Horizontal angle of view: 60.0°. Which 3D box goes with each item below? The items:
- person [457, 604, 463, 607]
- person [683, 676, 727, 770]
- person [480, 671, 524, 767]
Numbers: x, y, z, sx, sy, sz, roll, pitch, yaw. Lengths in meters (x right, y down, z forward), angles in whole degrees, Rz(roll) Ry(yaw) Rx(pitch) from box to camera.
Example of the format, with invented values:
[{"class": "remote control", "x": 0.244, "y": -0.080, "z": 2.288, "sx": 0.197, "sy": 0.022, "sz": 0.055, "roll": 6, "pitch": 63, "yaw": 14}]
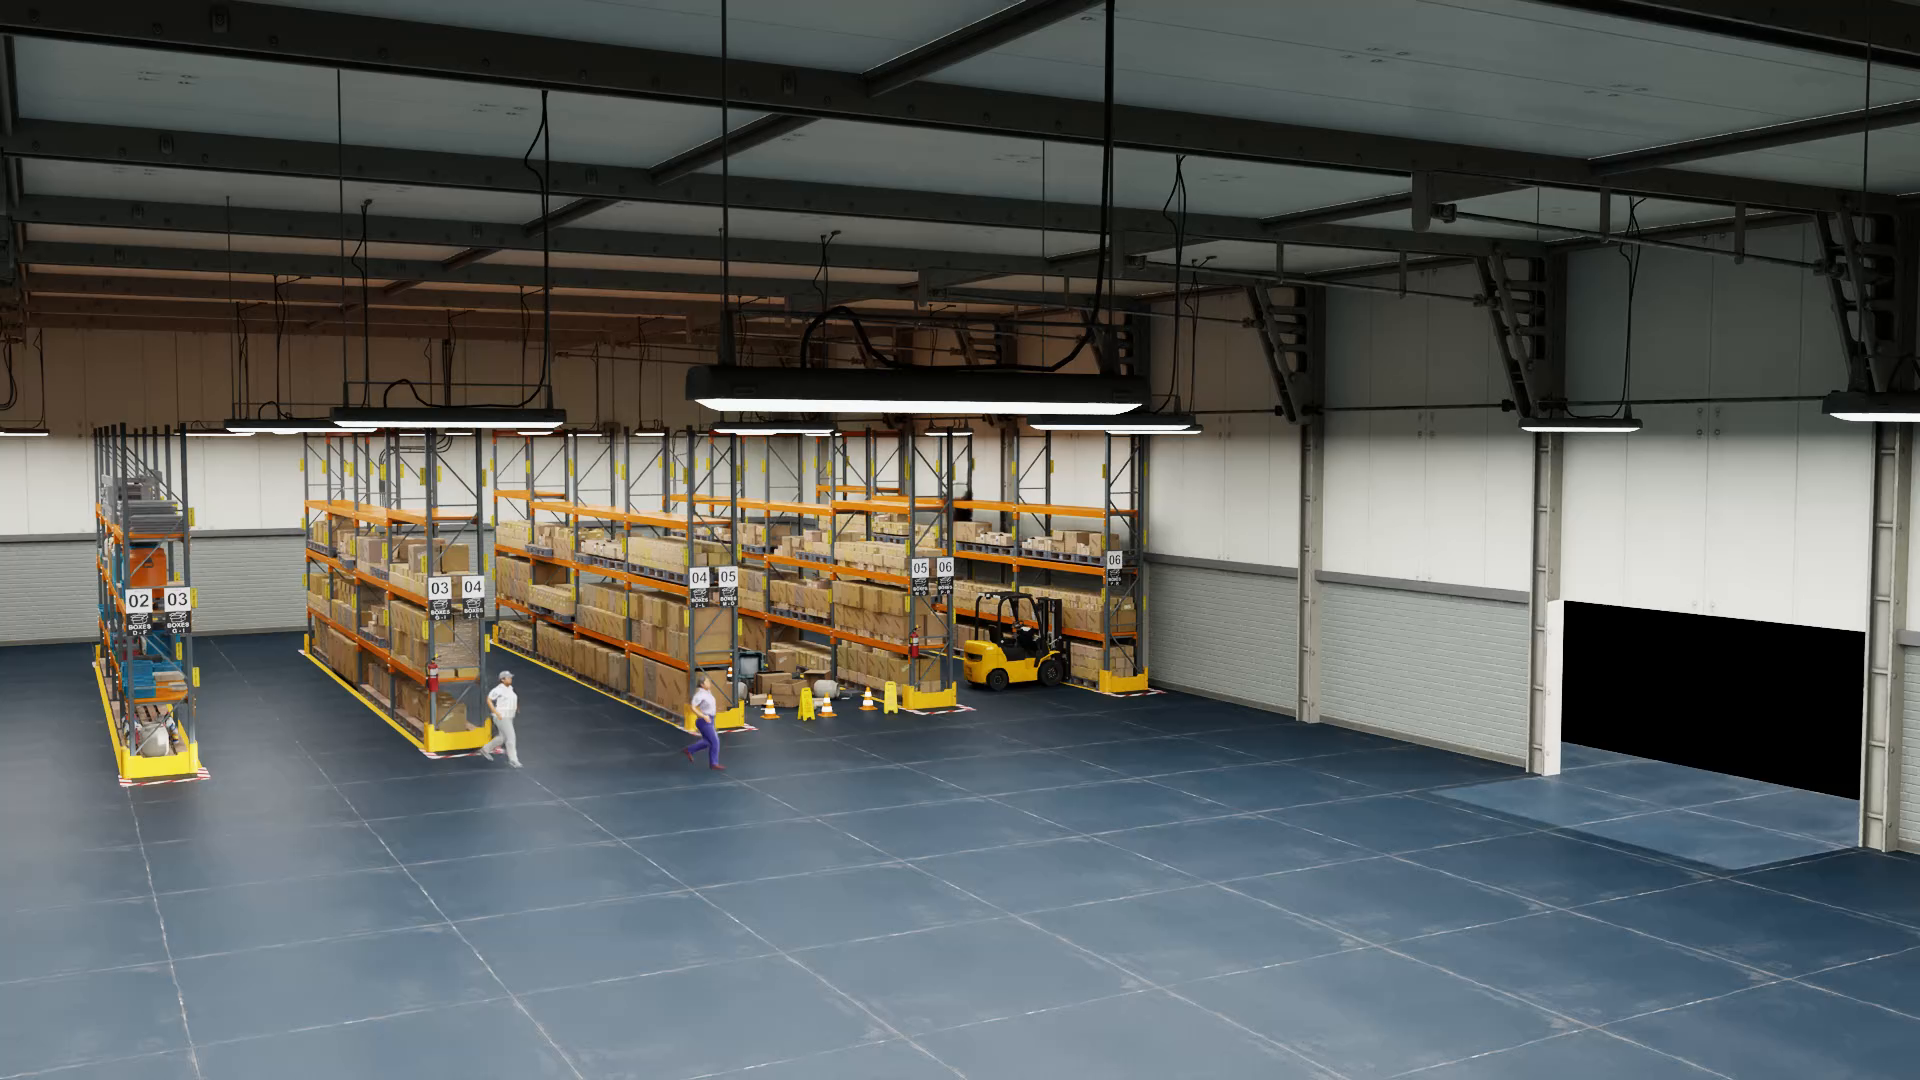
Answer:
[{"class": "person", "x": -13.333, "y": 2.154, "z": 44.585, "sx": 0.726, "sy": 1.768, "sz": 0.800, "roll": -2, "pitch": 4, "yaw": -27}, {"class": "person", "x": -4.444, "y": 3.169, "z": 28.836, "sx": 0.803, "sy": 1.611, "sz": 0.620, "roll": 0, "pitch": 3, "yaw": 5}, {"class": "person", "x": -8.046, "y": 3.148, "z": 29.225, "sx": 0.869, "sy": 1.680, "sz": 0.624, "roll": 0, "pitch": 3, "yaw": 8}]
